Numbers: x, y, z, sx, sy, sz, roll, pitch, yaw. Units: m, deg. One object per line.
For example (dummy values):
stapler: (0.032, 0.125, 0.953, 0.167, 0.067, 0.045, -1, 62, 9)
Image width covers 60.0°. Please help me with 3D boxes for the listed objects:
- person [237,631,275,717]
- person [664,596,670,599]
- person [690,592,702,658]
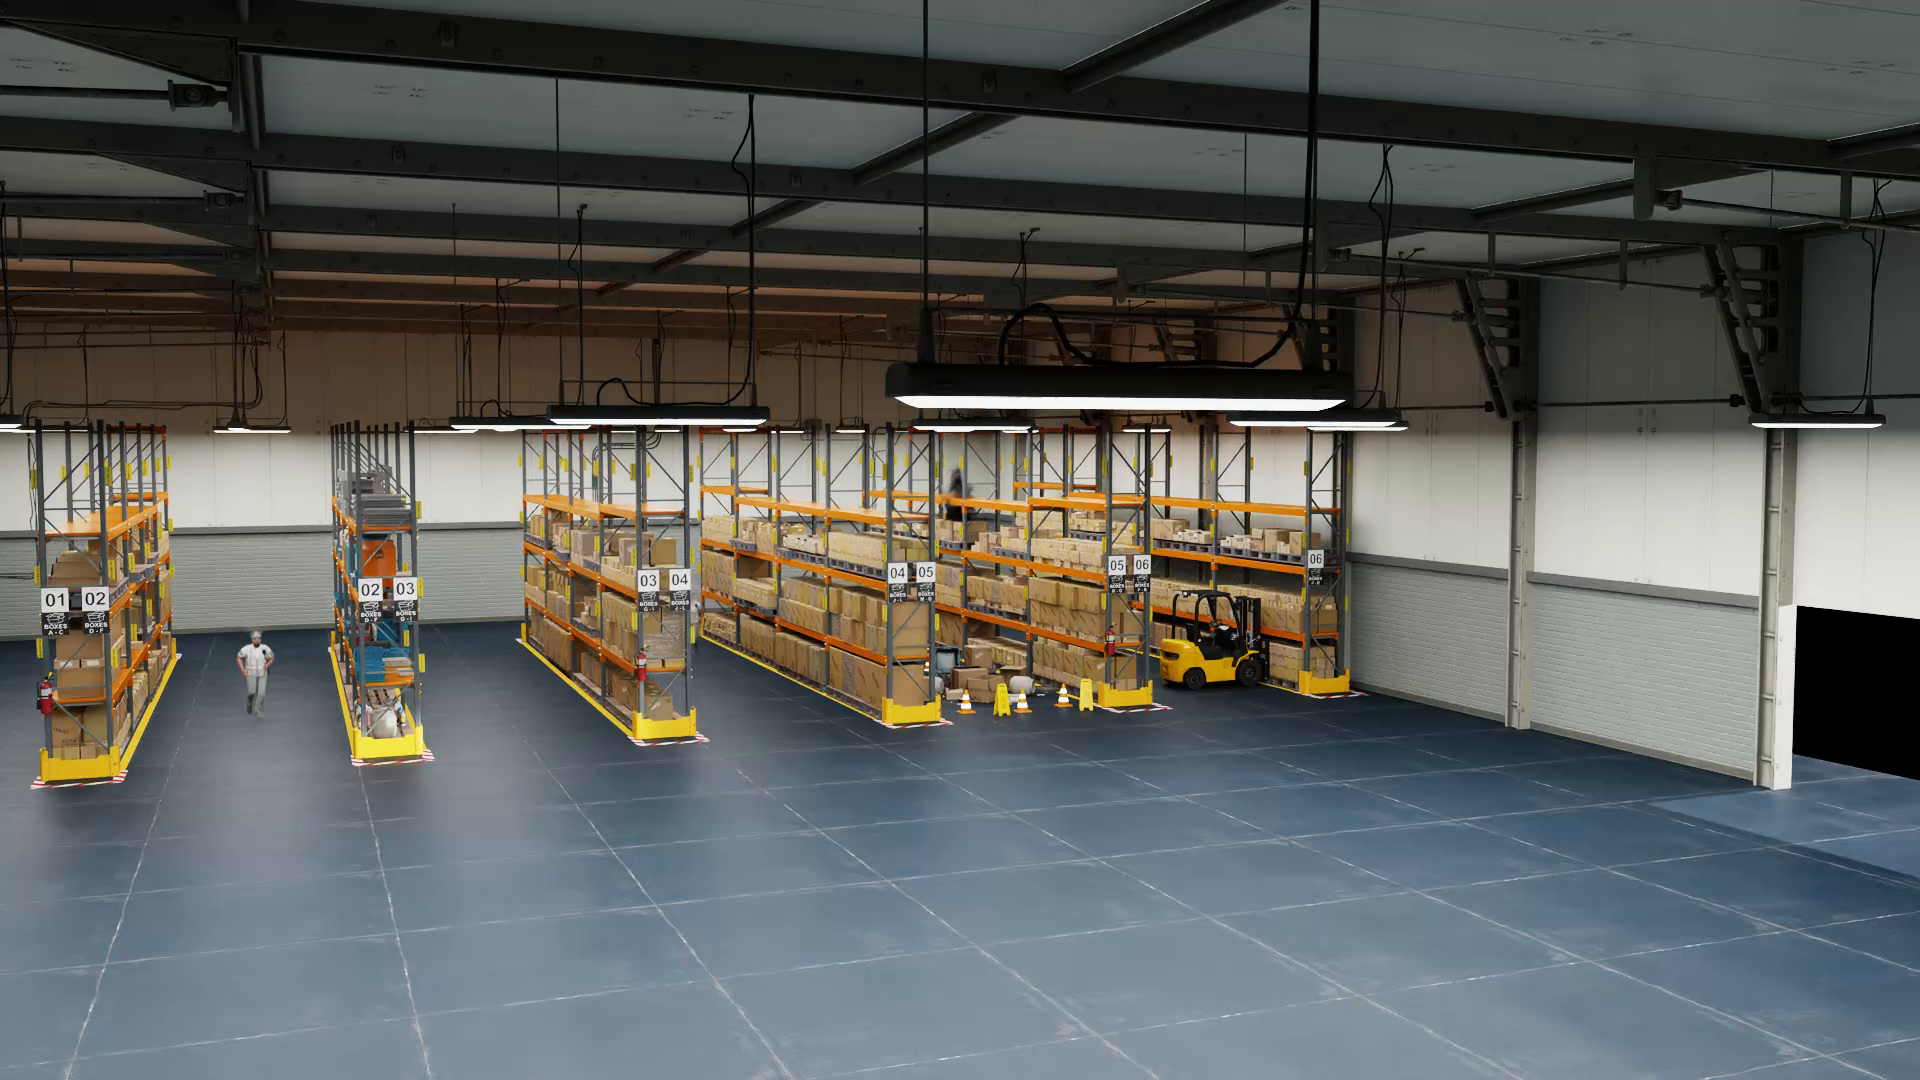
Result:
person: (-14.299, 2.733, 33.824, 0.710, 1.750, 0.563, -2, 4, -29)
person: (-8.757, 1.958, 48.006, 0.712, 1.565, 0.581, 2, 4, 34)
person: (-6.963, 2.198, 43.213, 0.577, 1.735, 0.738, -1, 4, -14)
